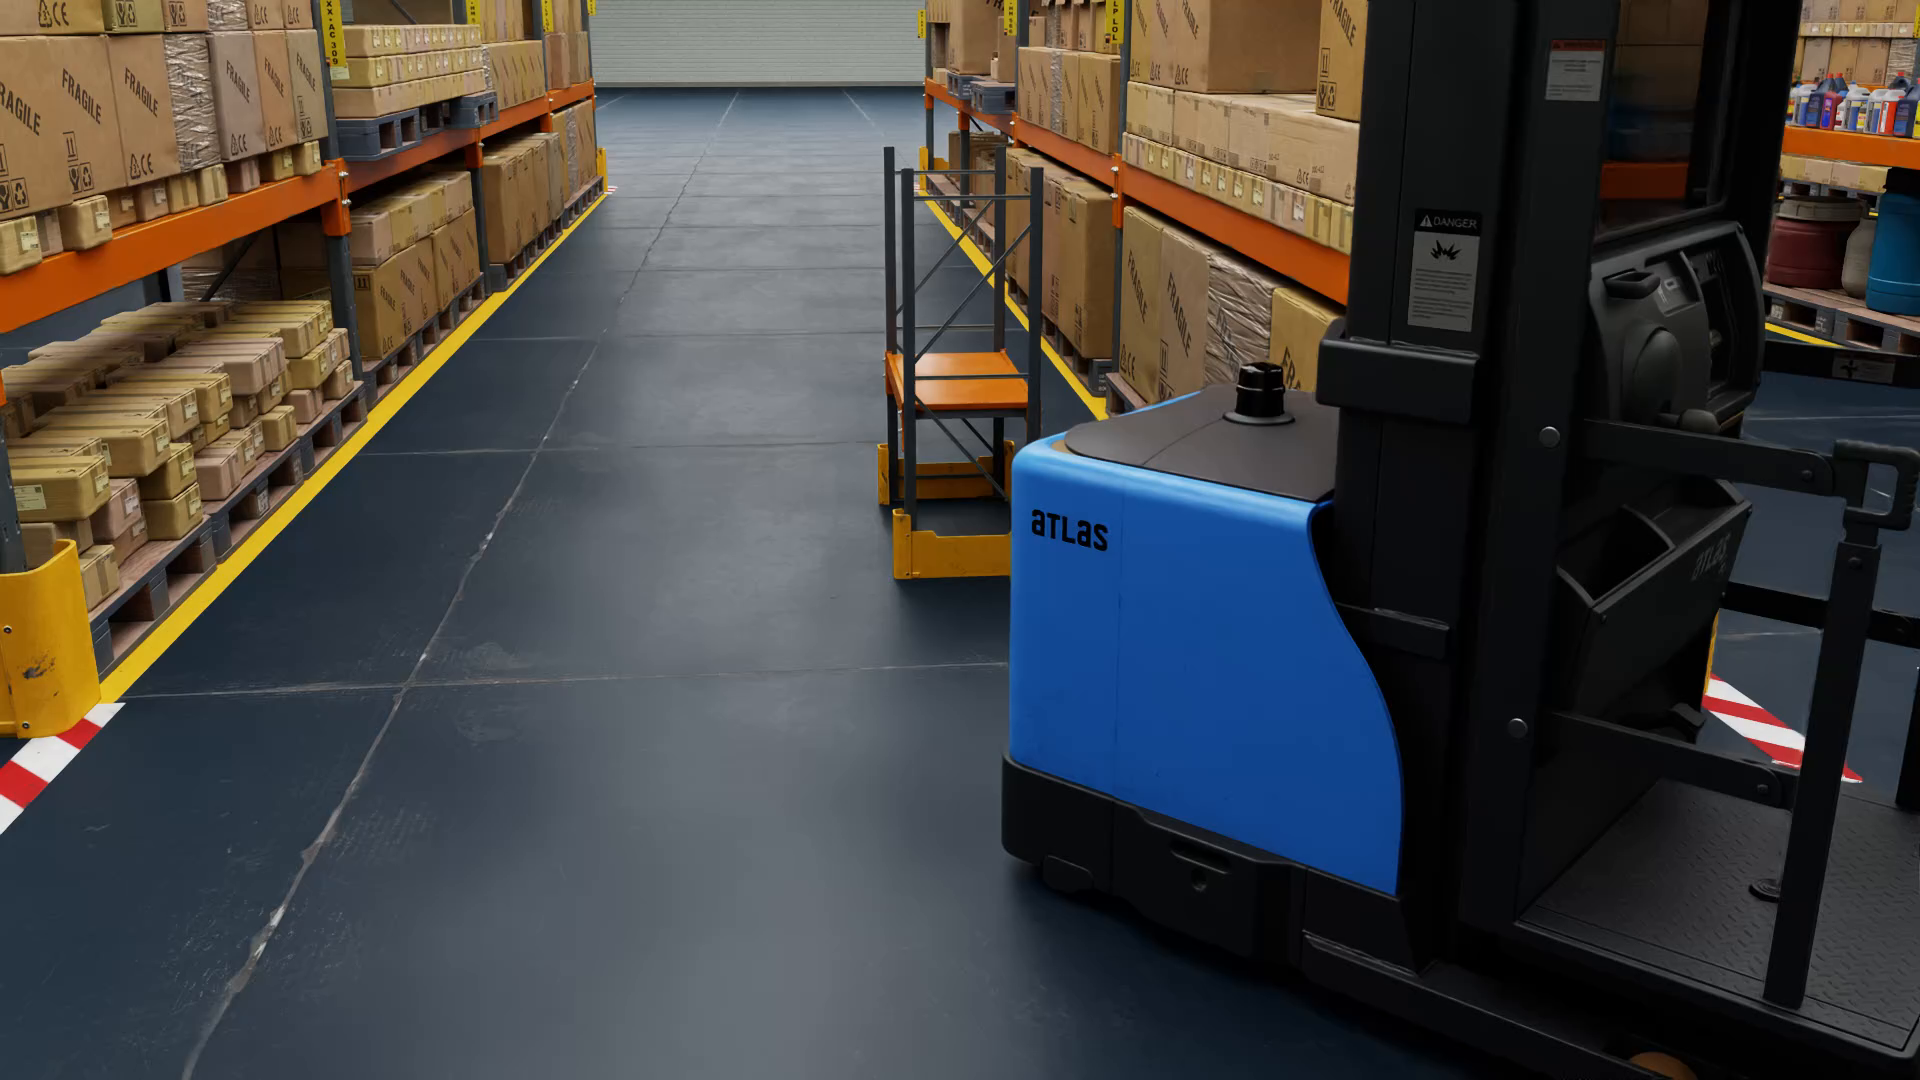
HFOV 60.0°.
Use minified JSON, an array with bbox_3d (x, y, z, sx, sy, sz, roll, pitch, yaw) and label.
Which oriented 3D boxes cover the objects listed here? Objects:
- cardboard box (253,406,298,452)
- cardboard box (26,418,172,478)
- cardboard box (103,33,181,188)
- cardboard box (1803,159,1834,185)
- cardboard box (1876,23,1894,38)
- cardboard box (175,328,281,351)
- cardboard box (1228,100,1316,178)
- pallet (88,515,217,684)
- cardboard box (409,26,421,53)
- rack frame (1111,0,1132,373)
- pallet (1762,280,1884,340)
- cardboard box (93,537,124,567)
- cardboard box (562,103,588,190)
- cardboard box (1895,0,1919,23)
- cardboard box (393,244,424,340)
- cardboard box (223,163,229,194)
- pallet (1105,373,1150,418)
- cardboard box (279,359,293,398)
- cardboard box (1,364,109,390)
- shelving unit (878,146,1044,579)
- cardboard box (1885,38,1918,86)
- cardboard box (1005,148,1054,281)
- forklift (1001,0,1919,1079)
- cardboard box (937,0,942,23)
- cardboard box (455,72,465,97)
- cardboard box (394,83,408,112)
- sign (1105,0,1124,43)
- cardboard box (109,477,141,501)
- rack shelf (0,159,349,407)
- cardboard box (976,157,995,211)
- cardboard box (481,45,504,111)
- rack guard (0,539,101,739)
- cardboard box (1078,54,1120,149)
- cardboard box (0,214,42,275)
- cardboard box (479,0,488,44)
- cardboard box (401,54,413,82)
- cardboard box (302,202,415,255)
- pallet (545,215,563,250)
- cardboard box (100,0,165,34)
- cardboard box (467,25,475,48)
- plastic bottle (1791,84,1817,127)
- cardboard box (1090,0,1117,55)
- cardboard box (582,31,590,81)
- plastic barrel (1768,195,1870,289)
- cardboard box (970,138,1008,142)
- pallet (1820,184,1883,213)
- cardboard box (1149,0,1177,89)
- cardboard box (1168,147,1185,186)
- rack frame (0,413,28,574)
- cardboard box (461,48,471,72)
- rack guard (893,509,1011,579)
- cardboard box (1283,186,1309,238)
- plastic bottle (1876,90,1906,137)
[{"bbox_3d":[-3.133,-0.485,7.271,0.380,0.149,0.250,-2,18,-6],"label":"cardboard box"},{"bbox_3d":[-2.969,-0.315,5.739,0.380,0.149,0.250,-2,18,-6],"label":"cardboard box"},{"bbox_3d":[-3.096,-1.504,5.797,0.500,0.500,0.500,-2,17,-5],"label":"cardboard box"},{"bbox_3d":[9.981,-4.188,18.899,0.500,0.250,0.500,-2,18,-6],"label":"cardboard box"},{"bbox_3d":[10.060,-5.454,17.791,0.380,0.149,0.250,-2,18,-7],"label":"cardboard box"},{"bbox_3d":[-3.275,-0.857,7.463,0.380,0.149,0.250,-1,17,-4],"label":"cardboard box"},{"bbox_3d":[1.319,-1.500,6.200,0.500,0.250,0.500,-2,18,-8],"label":"cardboard box"},{"bbox_3d":[-3.263,0.197,5.696,1.003,0.211,1.213,-2,18,-6],"label":"pallet"},{"bbox_3d":[-3.311,-2.865,9.520,0.380,0.149,0.250,-2,18,-6],"label":"cardboard box"},{"bbox_3d":[1.325,-2.182,8.620,1.000,3.000,0.127,-2,18,-6],"label":"rack frame"},{"bbox_3d":[6.085,-1.600,11.422,1.003,0.211,1.213,-2,18,-6],"label":"pallet"},{"bbox_3d":[-3.050,0.051,5.565,0.380,0.149,0.250,-2,18,-6],"label":"cardboard box"},{"bbox_3d":[-4.628,-4.359,18.399,0.875,0.875,0.875,-2,18,-7],"label":"cardboard box"},{"bbox_3d":[10.302,-5.669,17.395,0.700,0.500,0.500,-2,18,-5],"label":"cardboard box"},{"bbox_3d":[-3.487,-1.453,9.769,0.500,0.500,0.500,-1,17,-3],"label":"cardboard box"},{"bbox_3d":[-3.220,-1.471,6.776,0.380,0.149,0.250,-2,18,-6],"label":"cardboard box"},{"bbox_3d":[1.326,-0.623,8.308,1.003,0.211,1.213,-2,18,-6],"label":"pallet"},{"bbox_3d":[-3.256,-0.720,7.524,0.380,0.149,0.250,-2,18,-5],"label":"cardboard box"},{"bbox_3d":[-3.653,-0.608,6.670,0.380,0.149,0.250,-2,18,-5],"label":"cardboard box"},{"bbox_3d":[-0.008,-0.738,6.525,0.587,1.500,1.083,-2,18,-6],"label":"shelving unit"},{"bbox_3d":[10.302,-5.050,17.589,0.700,0.500,0.500,-2,18,-7],"label":"cardboard box"},{"bbox_3d":[0.963,-2.354,12.015,1.225,0.875,0.875,-3,18,-8],"label":"cardboard box"},{"bbox_3d":[1.553,-0.413,3.099,3.031,2.935,1.130,14,22,38],"label":"forklift"},{"bbox_3d":[0.028,-5.805,17.827,0.500,0.500,0.500,-2,18,-6],"label":"cardboard box"},{"bbox_3d":[-3.450,-2.974,10.859,0.380,0.149,0.250,-2,18,-6],"label":"cardboard box"},{"bbox_3d":[-3.258,-2.428,9.122,0.380,0.149,0.250,-2,18,-5],"label":"cardboard box"},{"bbox_3d":[0.787,-2.677,8.396,0.100,0.325,0.005,-2,18,-6],"label":"sign"},{"bbox_3d":[-3.090,-0.167,5.763,0.380,0.149,0.250,-2,17,-5],"label":"cardboard box"},{"bbox_3d":[-3.412,-1.120,6.438,1.077,0.370,4.000,-2,18,-6],"label":"rack shelf"},{"bbox_3d":[0.542,-3.399,15.936,0.700,0.500,0.500,-3,18,-10],"label":"cardboard box"},{"bbox_3d":[-3.864,-3.592,12.944,0.500,0.500,0.500,-2,18,-6],"label":"cardboard box"},{"bbox_3d":[-3.214,0.303,4.878,1.175,0.500,0.348,-2,18,-6],"label":"rack guard"},{"bbox_3d":[0.961,-2.508,9.492,0.500,0.500,0.500,-1,17,-4],"label":"cardboard box"},{"bbox_3d":[-2.913,-0.854,4.809,0.380,0.149,0.250,-2,18,-6],"label":"cardboard box"},{"bbox_3d":[-4.176,-4.213,13.253,0.700,0.500,0.500,-2,18,-6],"label":"cardboard box"},{"bbox_3d":[-3.285,-2.645,9.315,0.380,0.149,0.250,-3,18,-8],"label":"cardboard box"},{"bbox_3d":[-3.490,-1.812,9.659,0.500,0.250,0.500,-1,17,-4],"label":"cardboard box"},{"bbox_3d":[-4.289,-2.885,15.513,1.003,0.211,1.213,-2,18,-6],"label":"pallet"},{"bbox_3d":[-3.078,-1.982,5.649,0.500,0.500,0.500,-2,18,-7],"label":"cardboard box"},{"bbox_3d":[-3.501,-3.408,11.251,0.380,0.149,0.250,-2,18,-6],"label":"cardboard box"},{"bbox_3d":[5.705,-2.916,11.164,0.152,0.276,0.135,-2,18,-6],"label":"plastic bottle"},{"bbox_3d":[1.192,-3.103,9.713,0.797,0.503,0.637,-2,17,-5],"label":"cardboard box"},{"bbox_3d":[-4.773,-5.597,19.246,0.875,0.550,0.550,-2,18,-6],"label":"cardboard box"},{"bbox_3d":[6.023,-2.095,11.667,0.600,0.588,0.708,-2,18,-6],"label":"plastic barrel"},{"bbox_3d":[0.277,-4.214,18.565,0.500,0.500,0.500,0,17,0],"label":"cardboard box"},{"bbox_3d":[10.314,-3.778,18.360,1.003,0.211,1.213,-2,18,-6],"label":"pallet"},{"bbox_3d":[1.163,-2.313,7.538,0.500,0.500,0.500,-2,18,-6],"label":"cardboard box"},{"bbox_3d":[1.135,-1.653,7.353,0.380,0.149,0.250,-2,18,-6],"label":"cardboard box"},{"bbox_3d":[-3.206,-0.867,4.432,1.000,3.000,0.127,-2,18,-6],"label":"rack frame"},{"bbox_3d":[-3.468,-3.182,11.027,0.380,0.149,0.250,-1,17,-4],"label":"cardboard box"},{"bbox_3d":[0.044,0.006,6.239,0.587,0.250,0.087,-2,18,-6],"label":"rack guard"},{"bbox_3d":[1.320,-1.119,5.653,0.380,0.149,0.250,-2,18,-6],"label":"cardboard box"},{"bbox_3d":[5.800,-2.643,10.294,0.152,0.276,0.135,-2,18,-6],"label":"plastic bottle"}]
